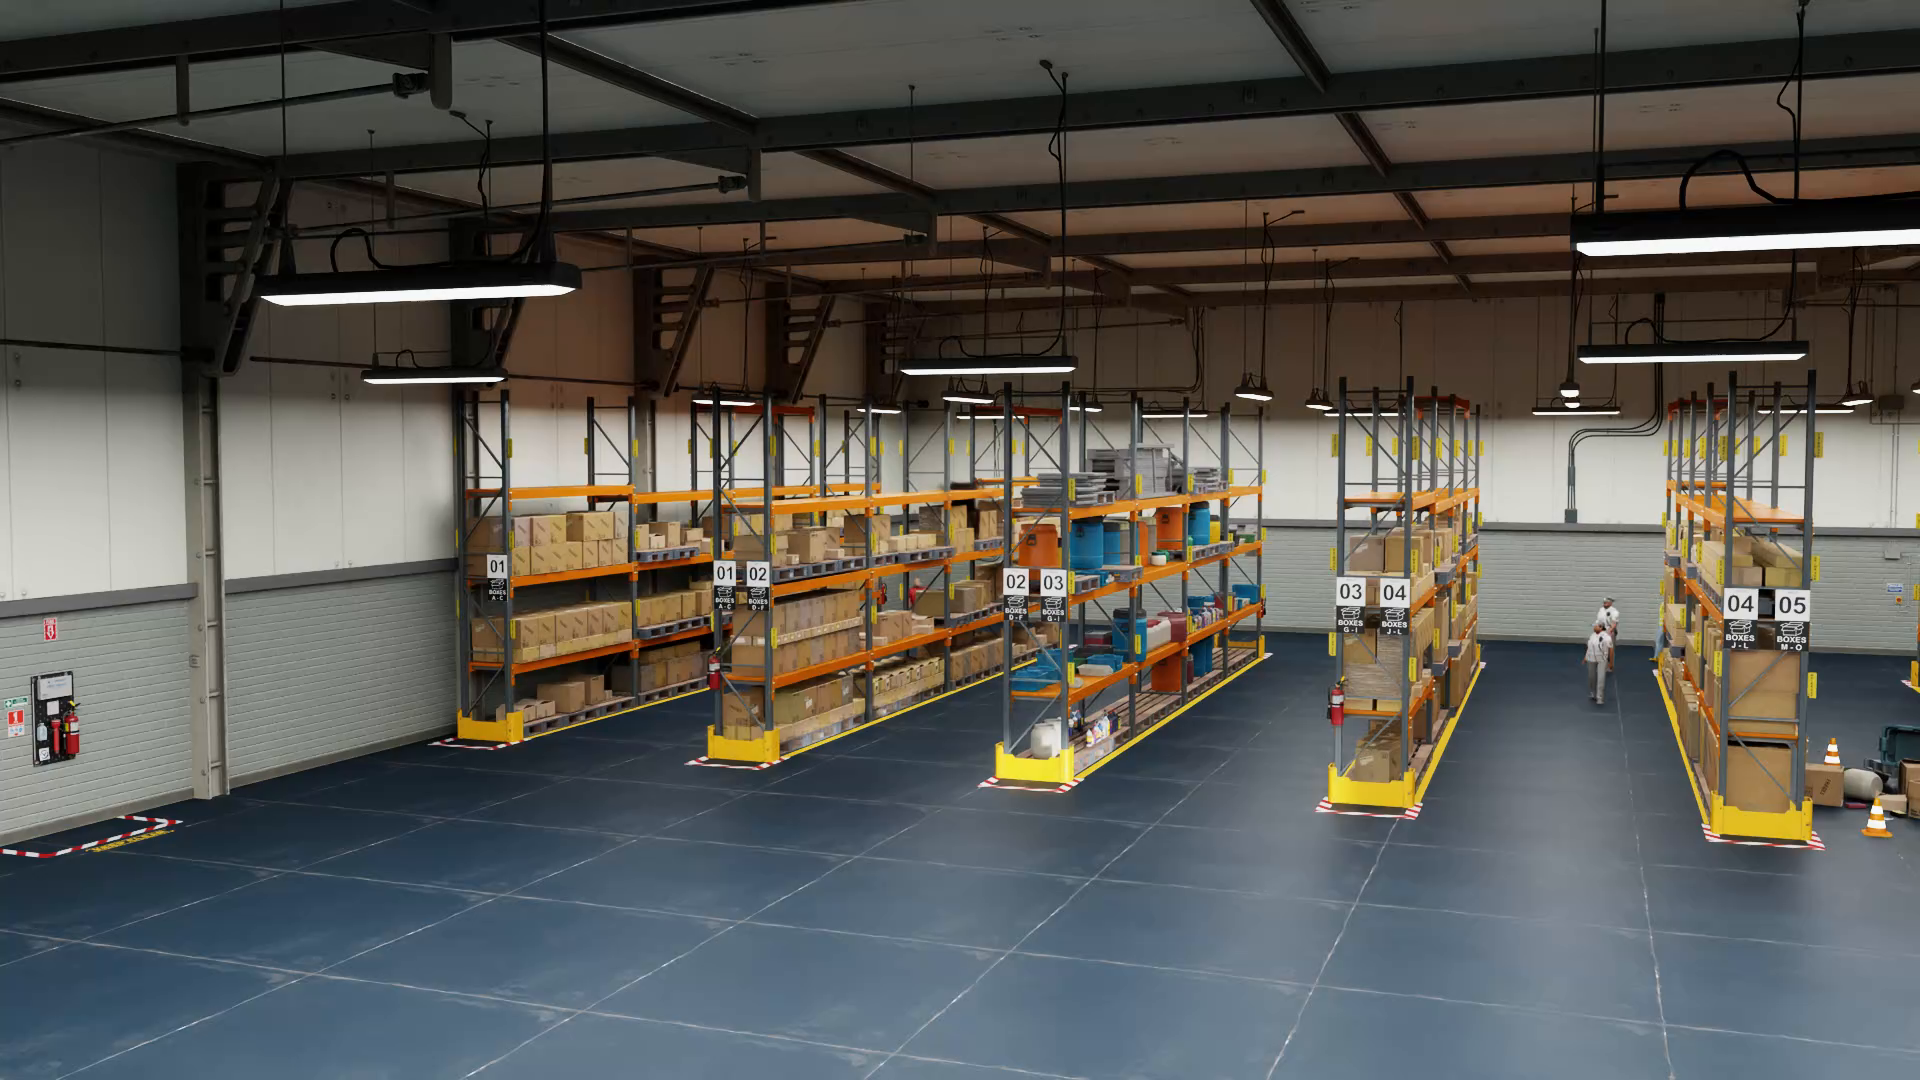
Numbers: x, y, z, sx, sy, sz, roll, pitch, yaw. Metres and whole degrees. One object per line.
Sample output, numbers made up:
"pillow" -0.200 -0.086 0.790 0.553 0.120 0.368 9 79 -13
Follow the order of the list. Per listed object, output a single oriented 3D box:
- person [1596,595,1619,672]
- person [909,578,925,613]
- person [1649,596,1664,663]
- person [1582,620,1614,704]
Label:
"person" 14.322 2.100 36.849 0.520 1.752 0.874 3 4 40
"person" -1.094 1.803 42.570 0.597 1.663 1.000 0 3 7
"person" 16.526 2.010 38.823 1.060 1.725 0.561 -3 4 -41
"person" 12.583 2.386 32.807 0.580 1.619 0.933 2 3 26
